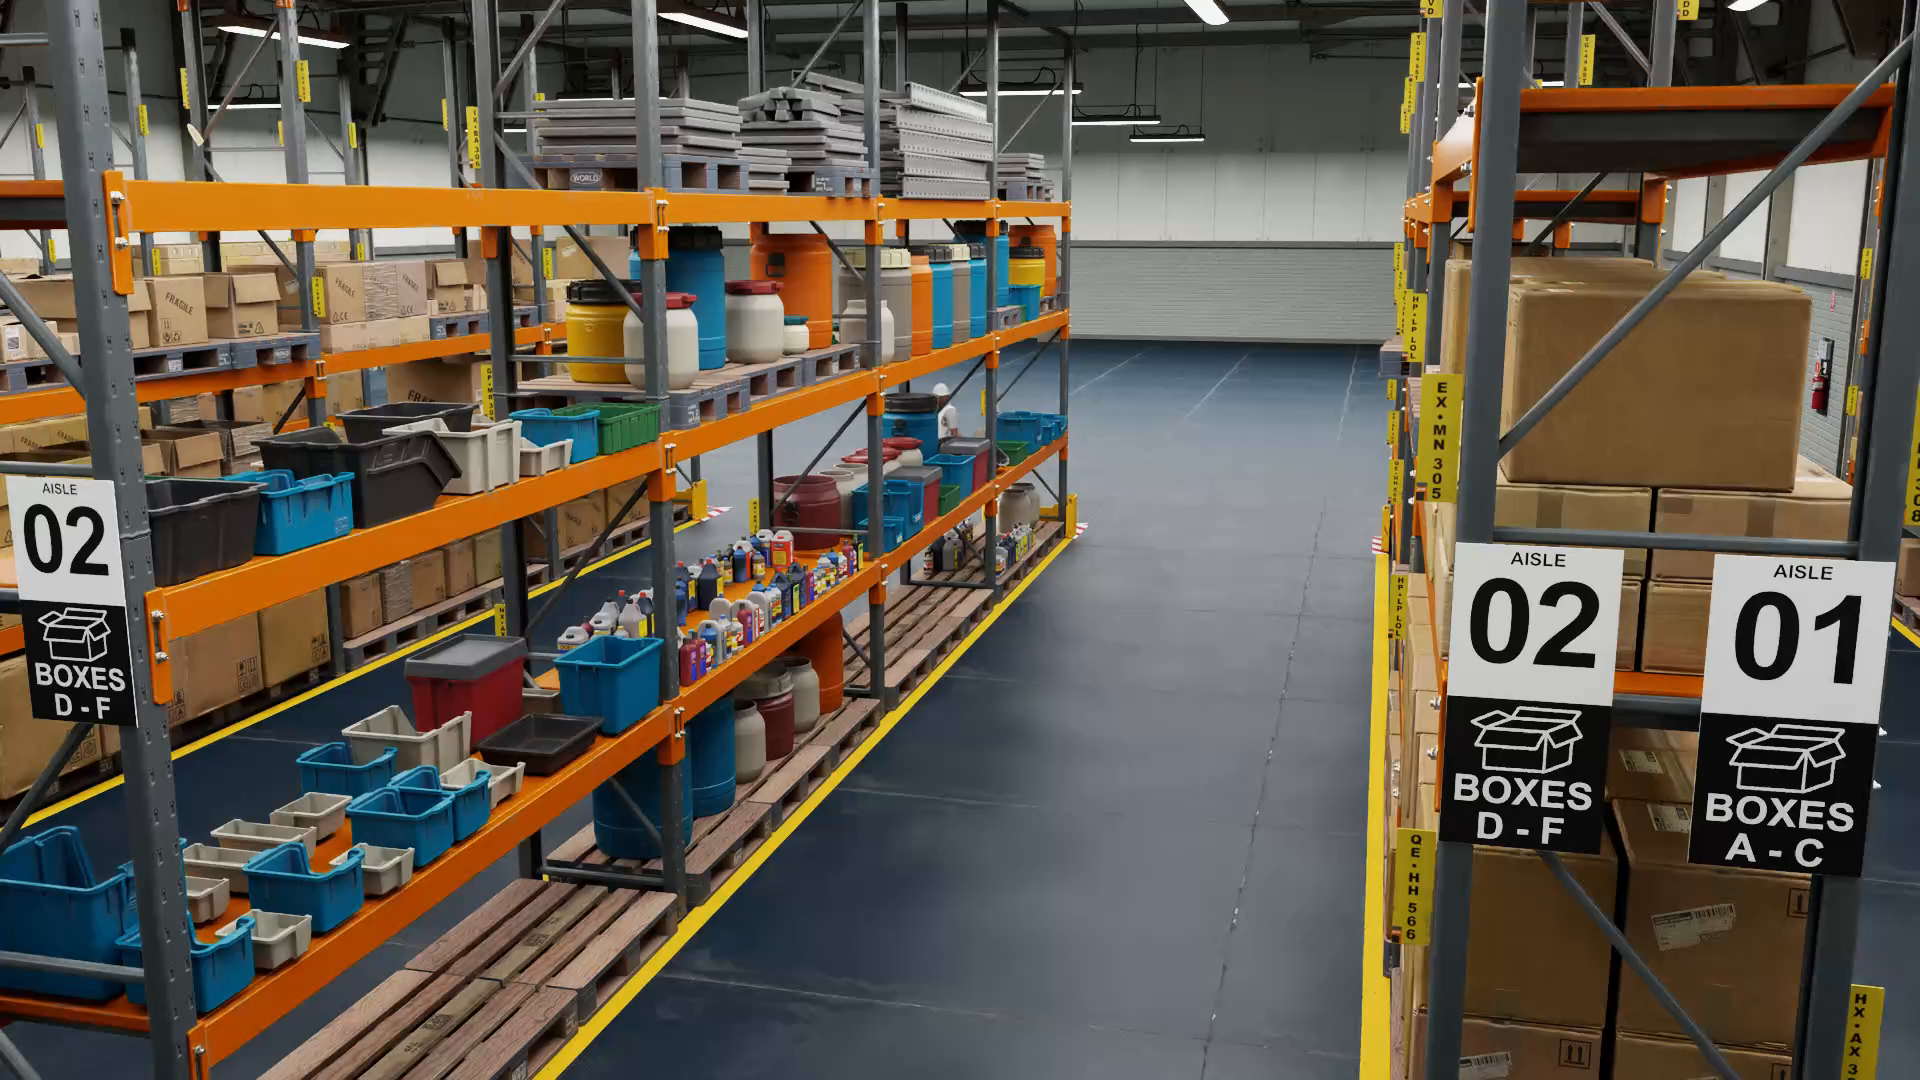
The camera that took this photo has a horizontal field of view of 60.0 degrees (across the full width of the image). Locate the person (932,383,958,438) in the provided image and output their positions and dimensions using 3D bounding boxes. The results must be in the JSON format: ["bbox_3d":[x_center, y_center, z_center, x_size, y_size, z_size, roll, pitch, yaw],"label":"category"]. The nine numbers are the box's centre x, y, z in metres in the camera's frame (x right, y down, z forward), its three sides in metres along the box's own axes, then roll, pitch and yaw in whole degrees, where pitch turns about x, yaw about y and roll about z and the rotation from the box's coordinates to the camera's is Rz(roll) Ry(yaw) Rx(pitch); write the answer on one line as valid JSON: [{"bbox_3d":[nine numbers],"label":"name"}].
[{"bbox_3d":[-0.330,-1.169,22.087,0.673,1.839,0.688,-5,12,-25],"label":"person"}]
